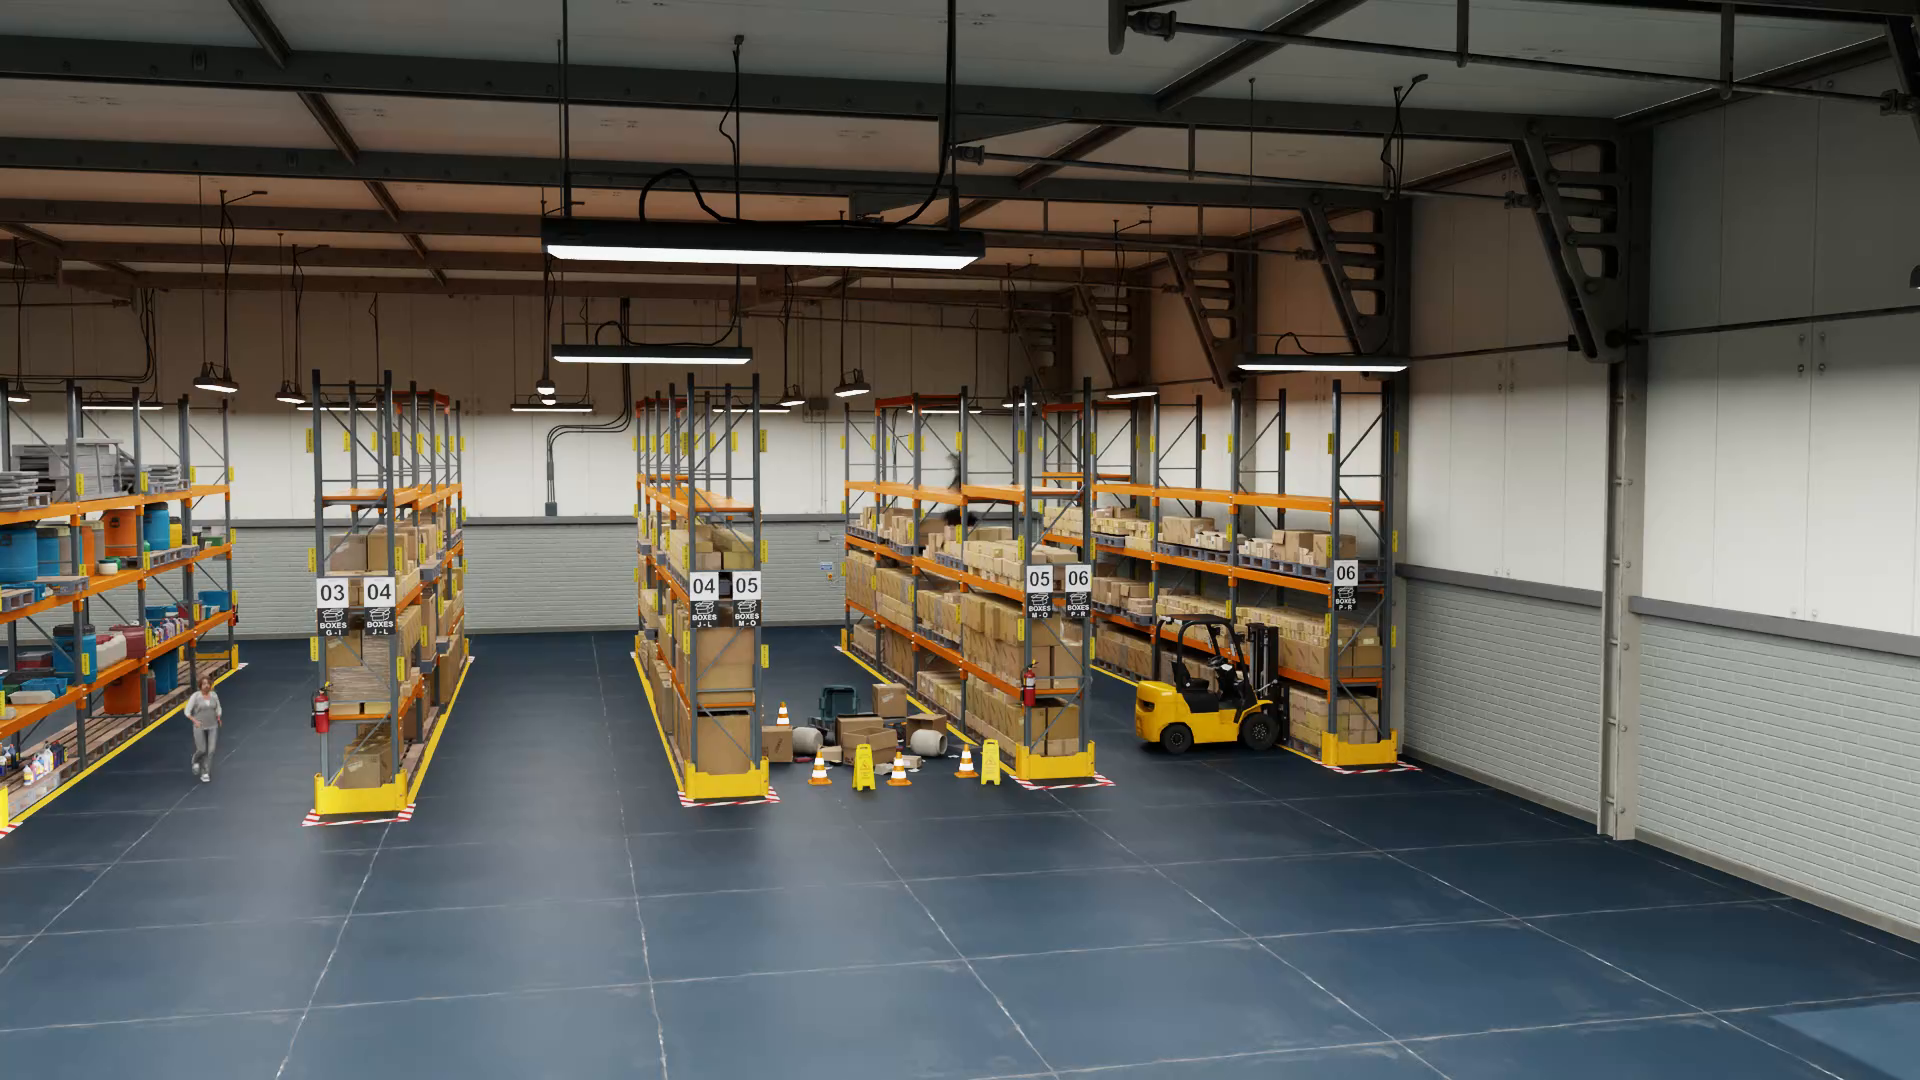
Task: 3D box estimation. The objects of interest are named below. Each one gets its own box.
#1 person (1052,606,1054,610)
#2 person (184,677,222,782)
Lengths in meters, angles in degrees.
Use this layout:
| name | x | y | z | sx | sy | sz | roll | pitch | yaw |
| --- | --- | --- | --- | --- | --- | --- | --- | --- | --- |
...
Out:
| name | x | y | z | sx | sy | sz | roll | pitch | yaw |
| --- | --- | --- | --- | --- | --- | --- | --- | --- | --- |
| person | 1.807 | 2.154 | 35.028 | 0.592 | 1.646 | 0.633 | -2 | 4 | -27 |
| person | -11.210 | 2.799 | 24.681 | 0.522 | 1.553 | 0.532 | -3 | 4 | -42 |
